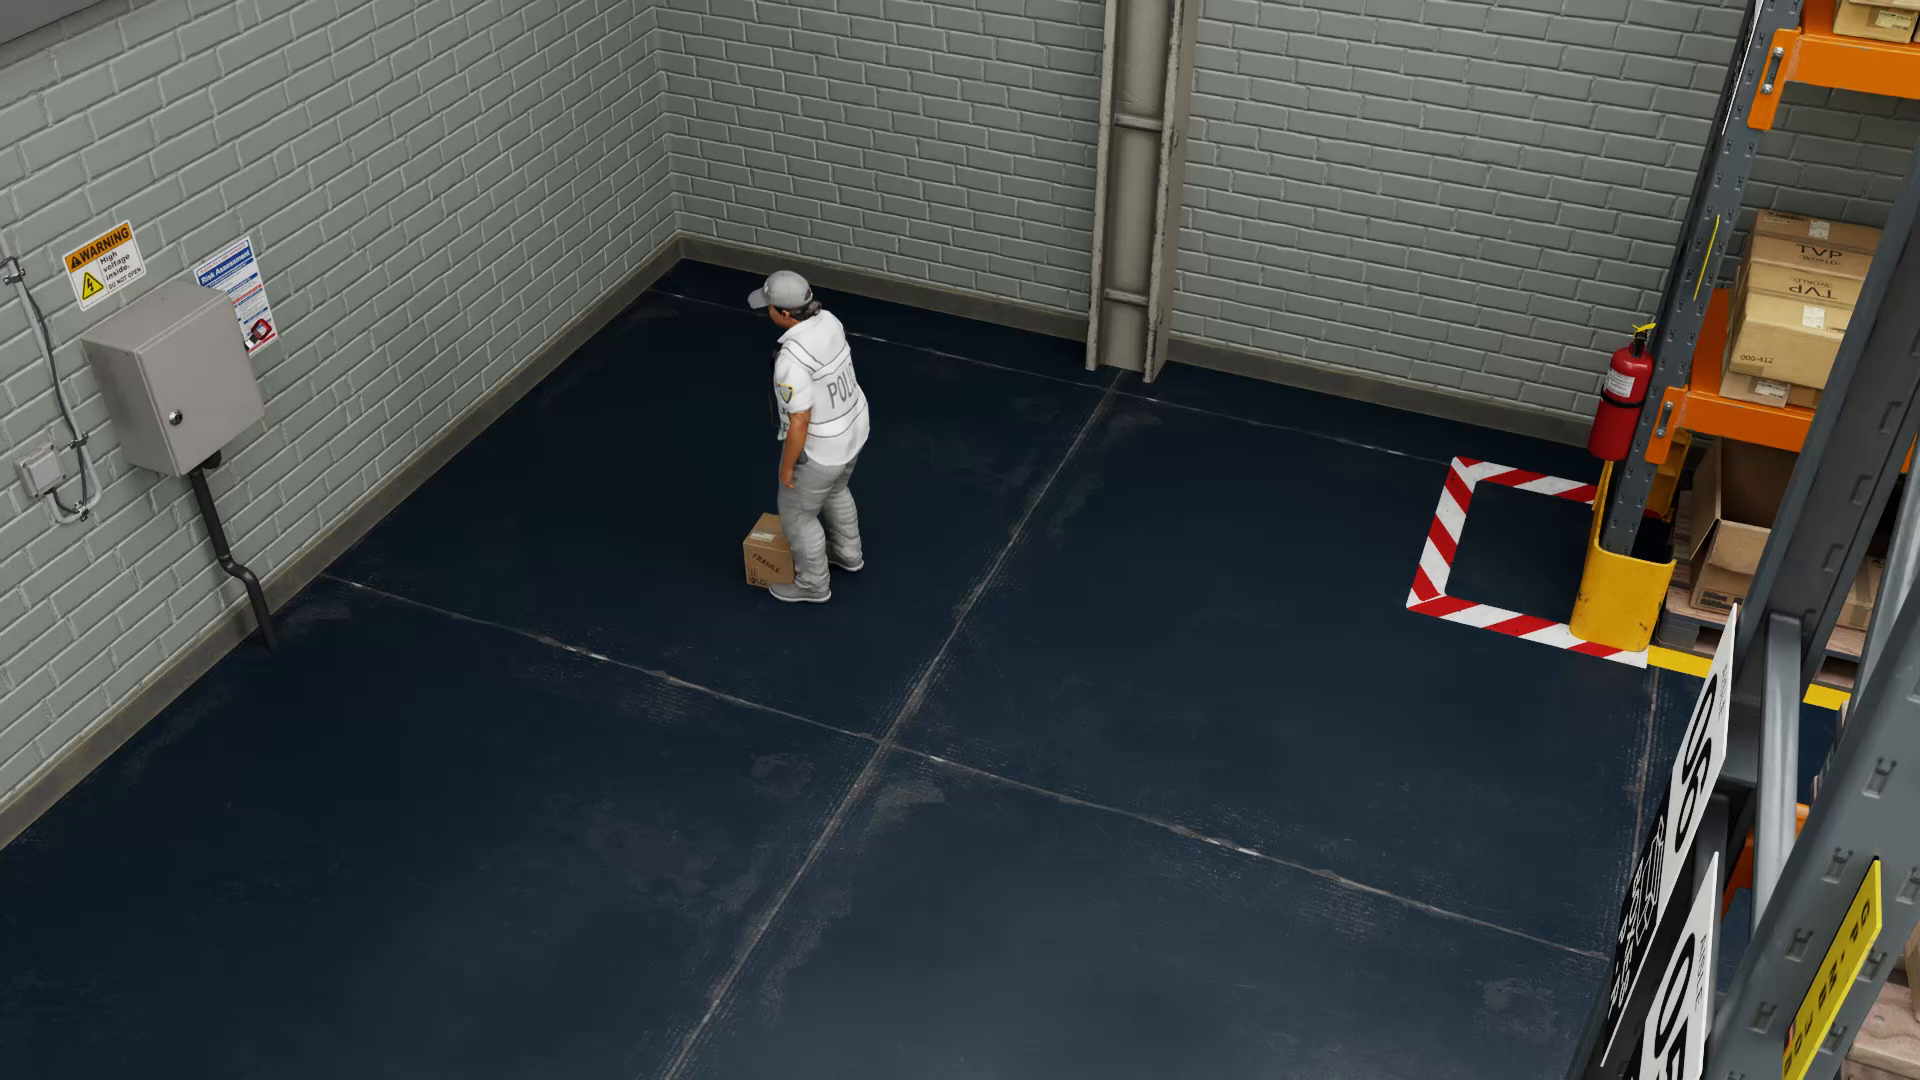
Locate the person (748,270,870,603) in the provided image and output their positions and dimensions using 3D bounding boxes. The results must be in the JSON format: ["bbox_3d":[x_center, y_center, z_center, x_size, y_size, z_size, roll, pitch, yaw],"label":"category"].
[{"bbox_3d":[-0.656,-0.450,7.395,0.472,1.666,0.546,14,40,17],"label":"person"}]
